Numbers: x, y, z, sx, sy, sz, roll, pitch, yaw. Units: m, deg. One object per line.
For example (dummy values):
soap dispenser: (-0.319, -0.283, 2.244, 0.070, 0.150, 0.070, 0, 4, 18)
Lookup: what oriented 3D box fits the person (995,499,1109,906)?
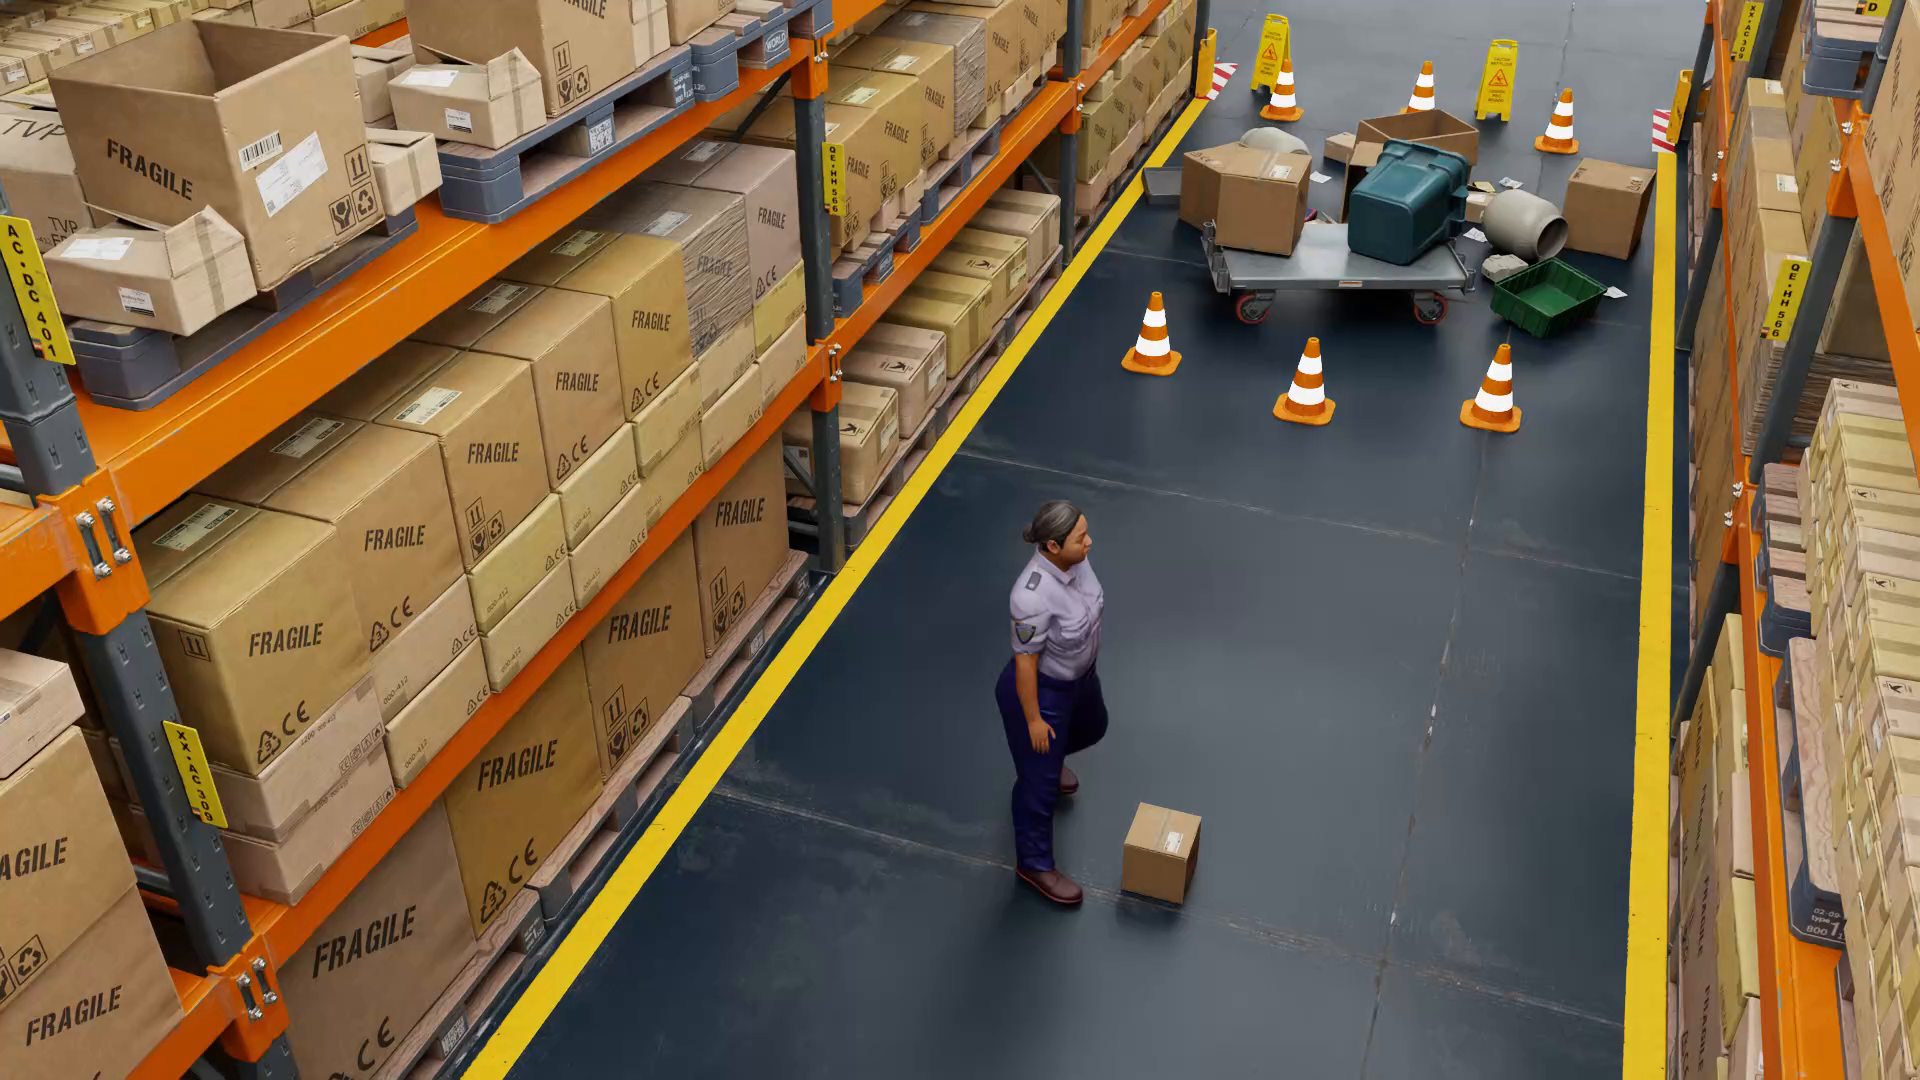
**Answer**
person: (0.360, 0.533, 6.345, 0.539, 1.646, 0.657, 16, 37, 22)
